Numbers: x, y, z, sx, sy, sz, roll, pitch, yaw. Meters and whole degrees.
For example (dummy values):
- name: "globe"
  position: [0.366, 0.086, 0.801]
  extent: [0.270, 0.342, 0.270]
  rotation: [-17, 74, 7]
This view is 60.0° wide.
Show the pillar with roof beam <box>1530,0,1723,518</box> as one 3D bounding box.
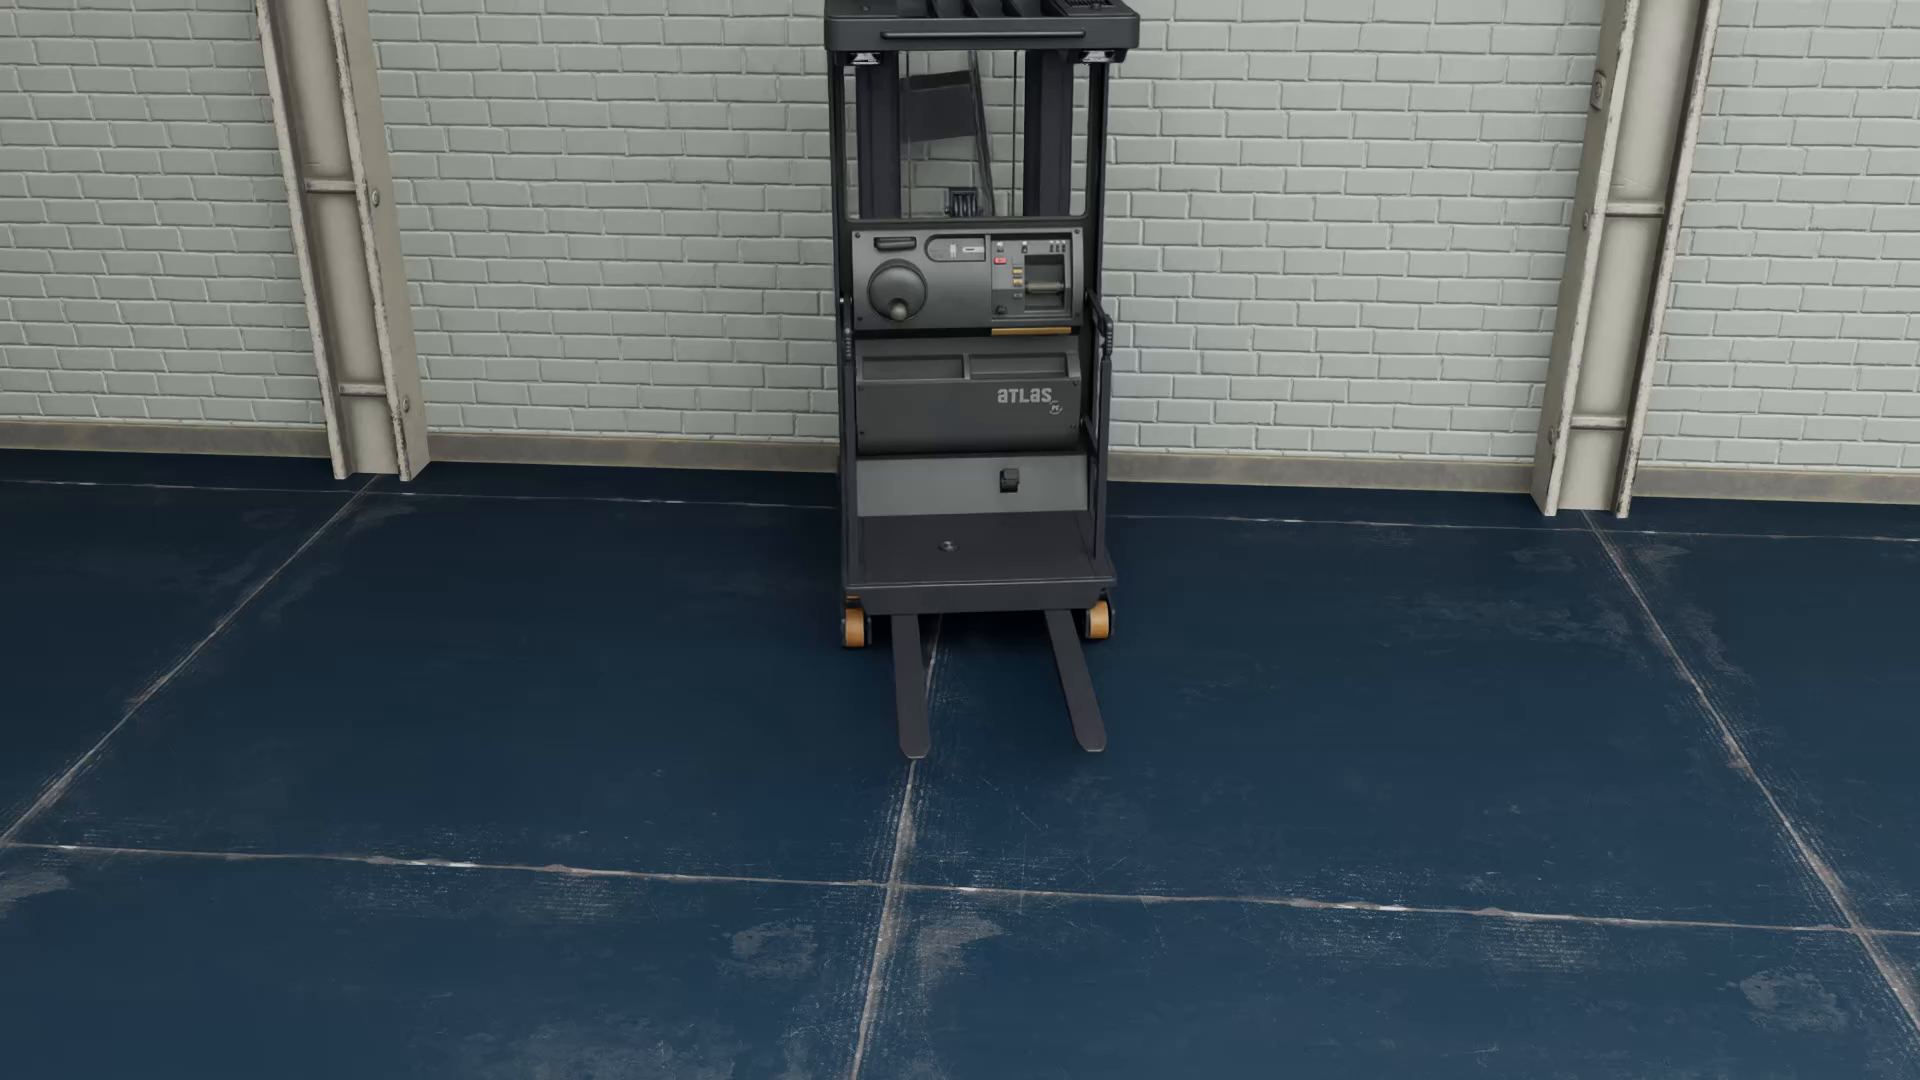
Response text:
- name: "pillar with roof beam"
  position: [2.691, -2.470, 2.352]
  extent: [0.400, 9.000, 9.100]
  rotation: [2, 25, 4]

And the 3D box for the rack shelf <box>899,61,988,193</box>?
- name: "rack shelf"
  position: [-0.146, -1.851, 7.541]
  extent: [0.480, 0.518, 0.431]
  rotation: [-5, 24, 6]

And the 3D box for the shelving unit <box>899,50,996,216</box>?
- name: "shelving unit"
  position: [-0.061, -1.229, 7.819]
  extent: [0.503, 2.100, 0.431]
  rotation: [-5, 24, 6]

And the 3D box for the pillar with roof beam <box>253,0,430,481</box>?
- name: "pillar with roof beam"
  position: [-3.291, -2.662, 2.769]
  extent: [0.400, 9.000, 9.100]
  rotation: [2, 25, 4]

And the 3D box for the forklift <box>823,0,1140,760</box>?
- name: "forklift"
  position: [0.050, -1.034, 6.490]
  extent: [1.130, 2.935, 3.031]
  rotation: [-2, 25, -4]

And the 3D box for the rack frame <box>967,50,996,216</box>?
- name: "rack frame"
  position: [0.180, -1.251, 7.794]
  extent: [0.015, 2.100, 0.400]
  rotation: [-5, 24, 6]
